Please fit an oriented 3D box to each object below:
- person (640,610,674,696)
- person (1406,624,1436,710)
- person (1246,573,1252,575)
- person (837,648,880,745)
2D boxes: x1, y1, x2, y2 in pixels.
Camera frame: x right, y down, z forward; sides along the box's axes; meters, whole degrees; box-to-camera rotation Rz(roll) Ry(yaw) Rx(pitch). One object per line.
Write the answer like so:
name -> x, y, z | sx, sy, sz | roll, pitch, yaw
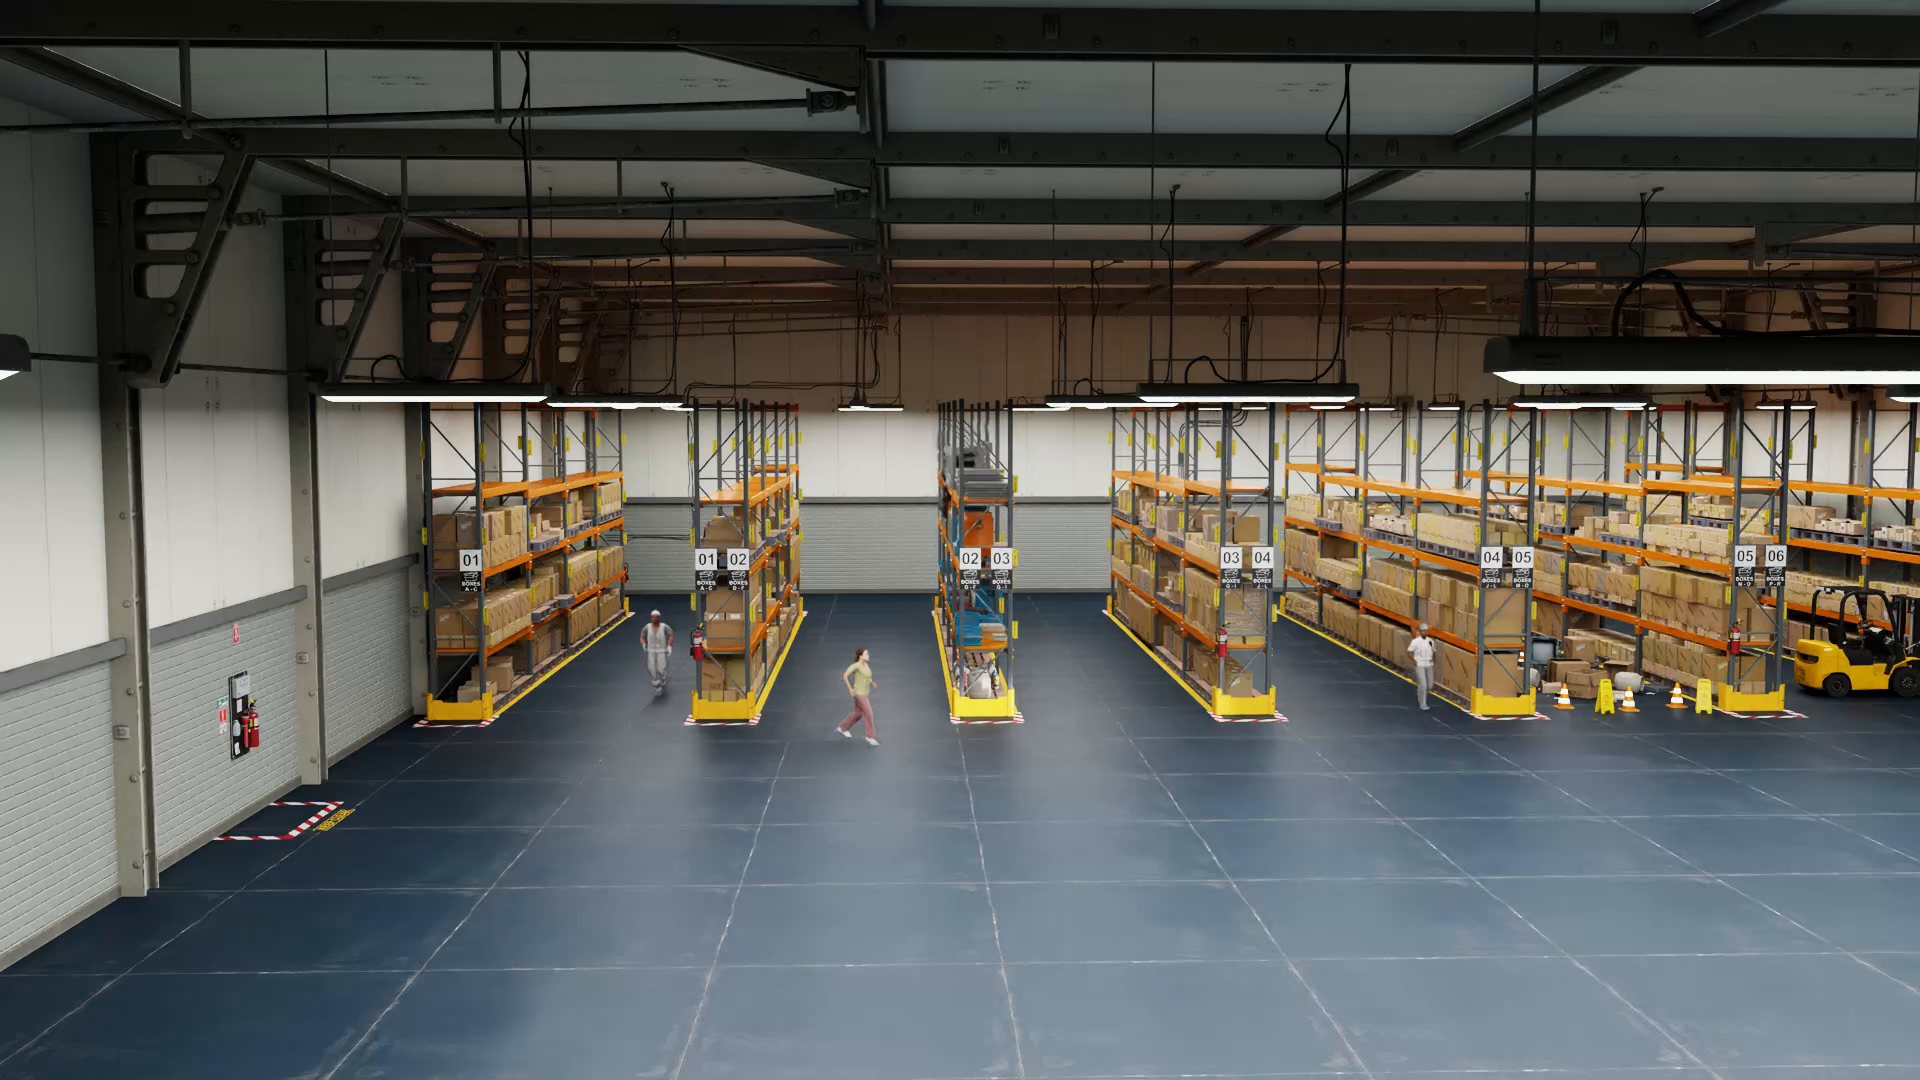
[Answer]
person -> -6.152, 2.292, 33.625 | 0.661, 1.746, 0.572 | 0, 4, -1
person -> 8.980, 2.439, 32.327 | 0.580, 1.655, 0.701 | -1, 4, -7
person -> 7.937, 1.264, 47.416 | 0.731, 1.718, 0.831 | 4, 6, 39
person -> -1.770, 2.720, 28.926 | 0.867, 1.724, 0.588 | 2, 5, 20
